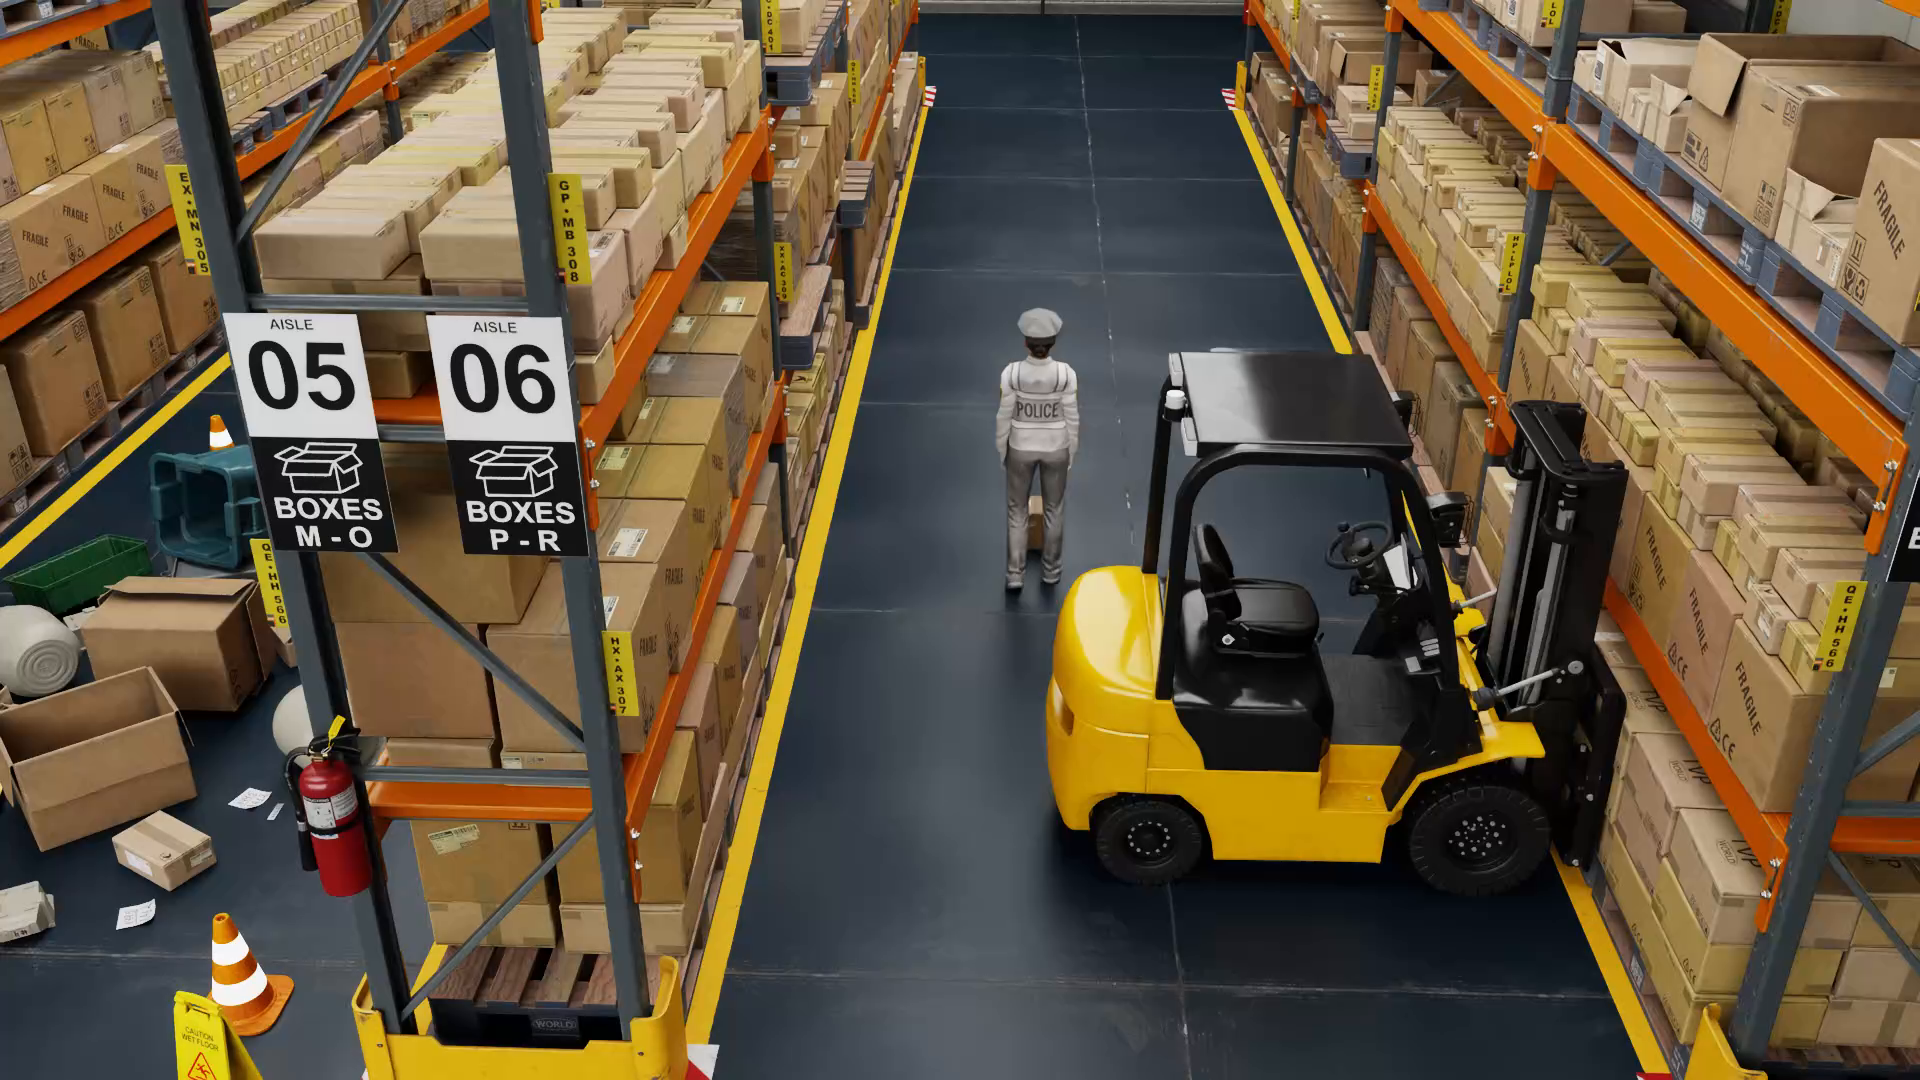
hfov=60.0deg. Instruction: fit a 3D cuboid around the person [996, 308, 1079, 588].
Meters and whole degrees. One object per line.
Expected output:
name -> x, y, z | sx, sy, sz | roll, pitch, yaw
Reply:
person -> 0.440, -0.487, 9.569 | 0.473, 1.740, 0.406 | 1, 28, 3
